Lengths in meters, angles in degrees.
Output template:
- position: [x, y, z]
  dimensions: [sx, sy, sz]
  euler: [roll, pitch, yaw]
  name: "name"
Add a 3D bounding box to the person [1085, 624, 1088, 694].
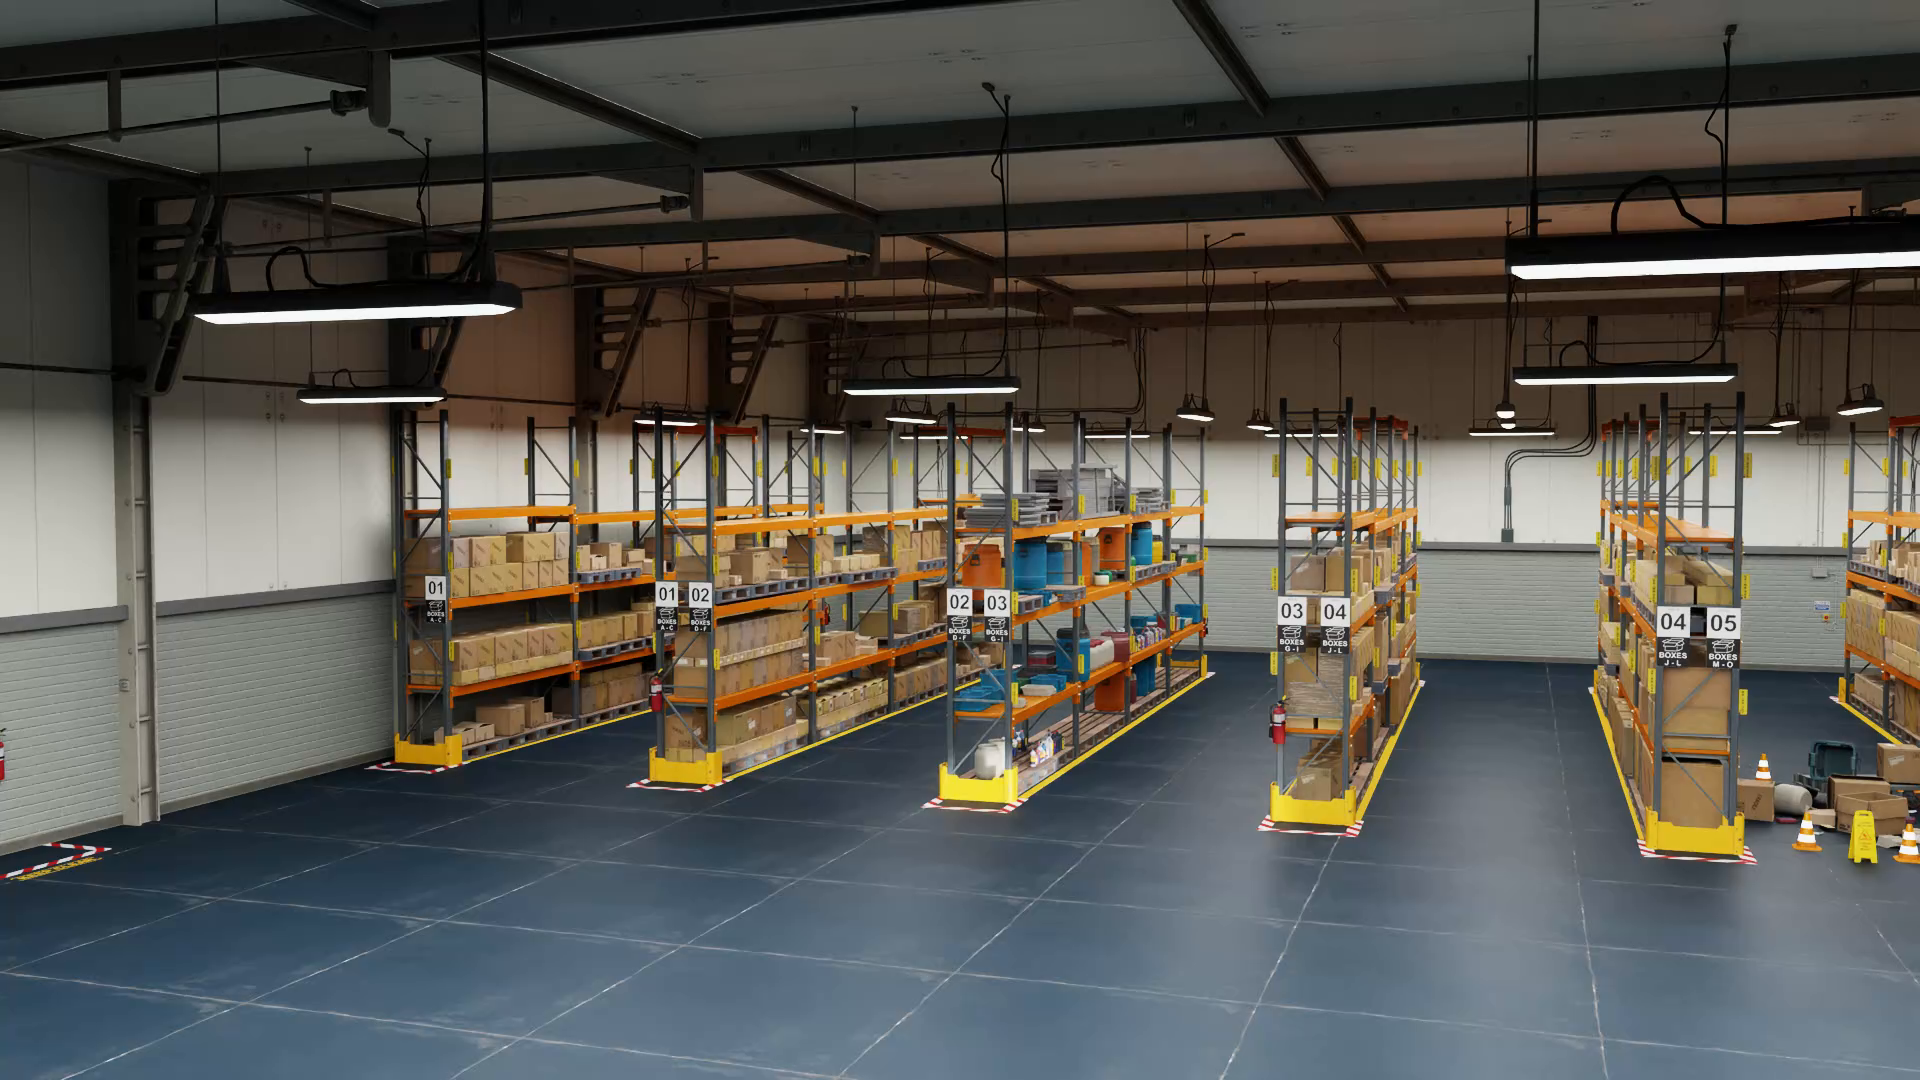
- position: [2.667, 2.636, 36.908]
  dimensions: [0.345, 1.608, 0.488]
  euler: [0, 2, 5]
  name: "person"
